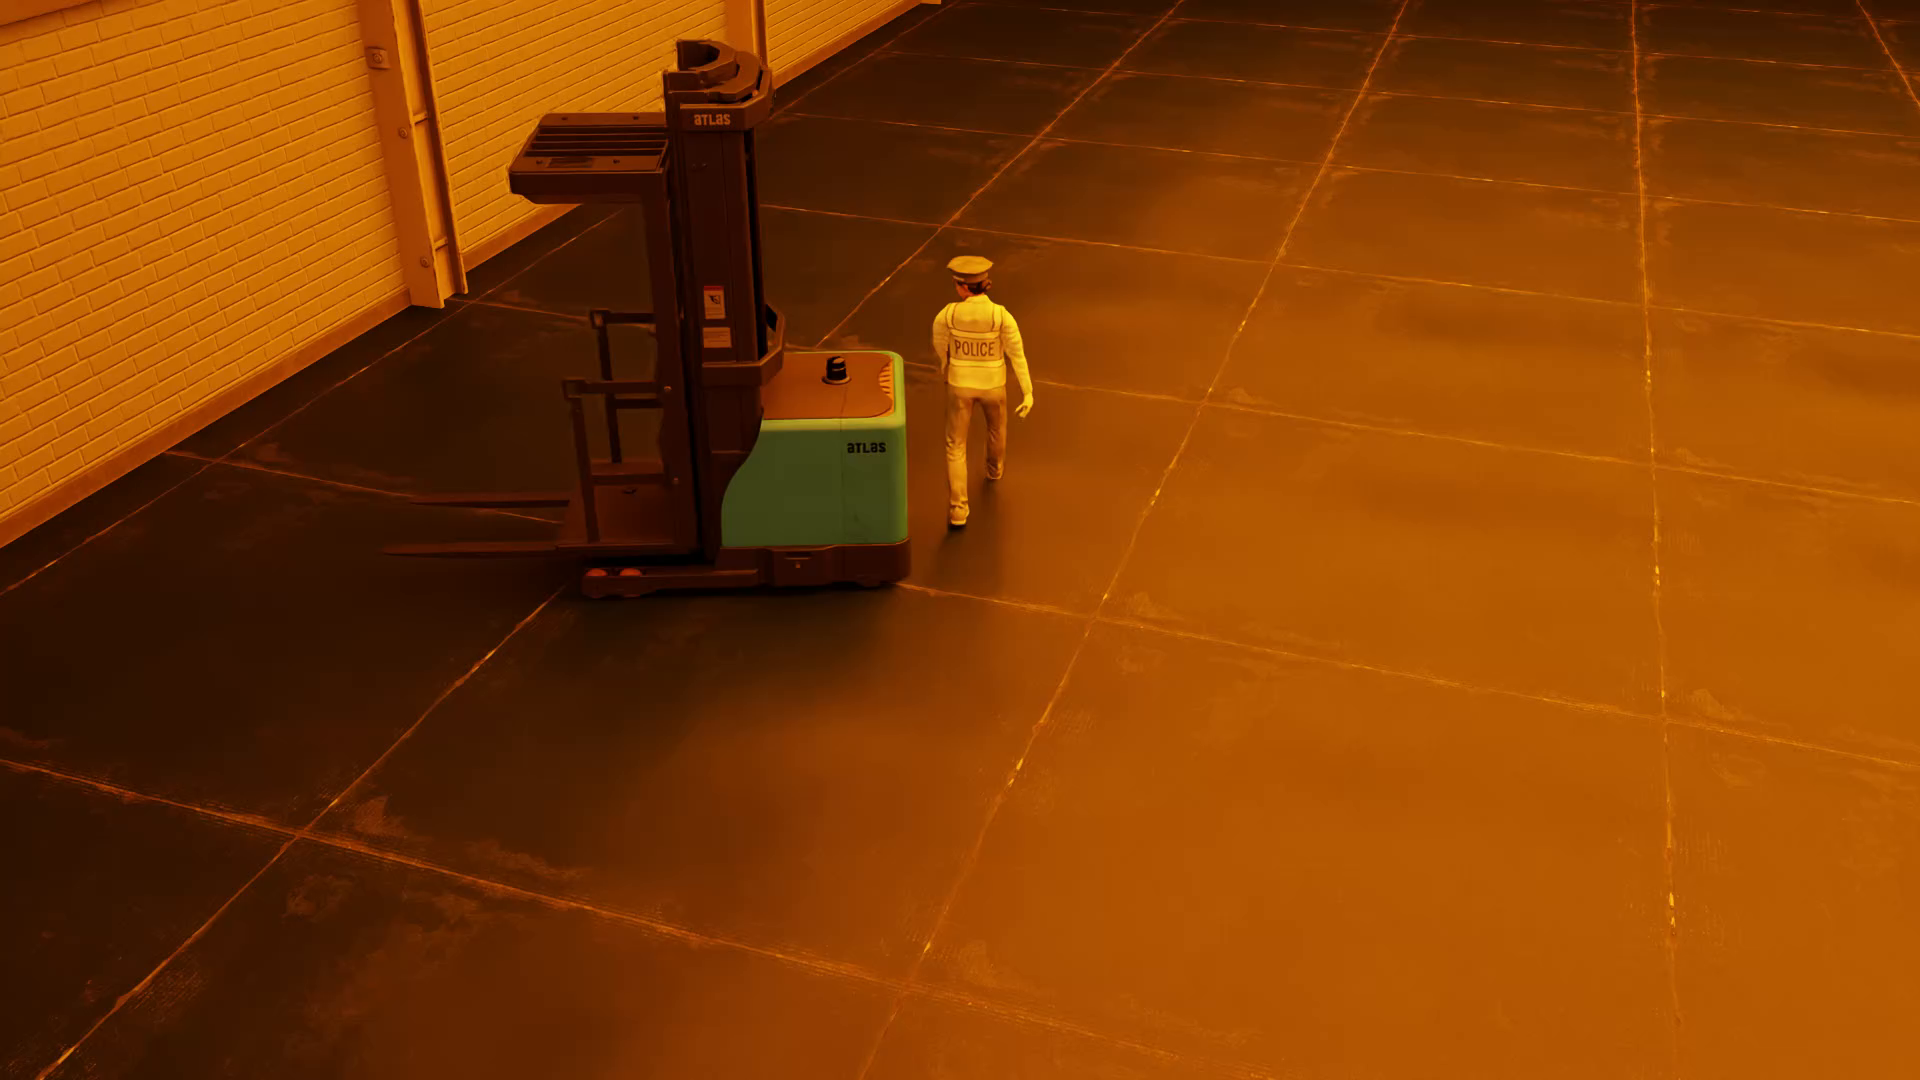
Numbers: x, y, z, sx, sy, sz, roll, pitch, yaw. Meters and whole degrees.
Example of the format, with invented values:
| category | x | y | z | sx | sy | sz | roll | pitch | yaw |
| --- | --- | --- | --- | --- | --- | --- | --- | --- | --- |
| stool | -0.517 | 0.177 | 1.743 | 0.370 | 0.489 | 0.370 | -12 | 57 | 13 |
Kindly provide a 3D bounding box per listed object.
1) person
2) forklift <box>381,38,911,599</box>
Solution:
| category | x | y | z | sx | sy | sz | roll | pitch | yaw |
| --- | --- | --- | --- | --- | --- | --- | --- | --- | --- |
| person | 0.137 | -0.980 | 10.204 | 0.605 | 1.605 | 0.884 | 0 | 30 | -1 |
| forklift | -1.818 | -1.206 | 9.253 | 3.031 | 2.935 | 1.130 | -1 | 30 | -2 |
